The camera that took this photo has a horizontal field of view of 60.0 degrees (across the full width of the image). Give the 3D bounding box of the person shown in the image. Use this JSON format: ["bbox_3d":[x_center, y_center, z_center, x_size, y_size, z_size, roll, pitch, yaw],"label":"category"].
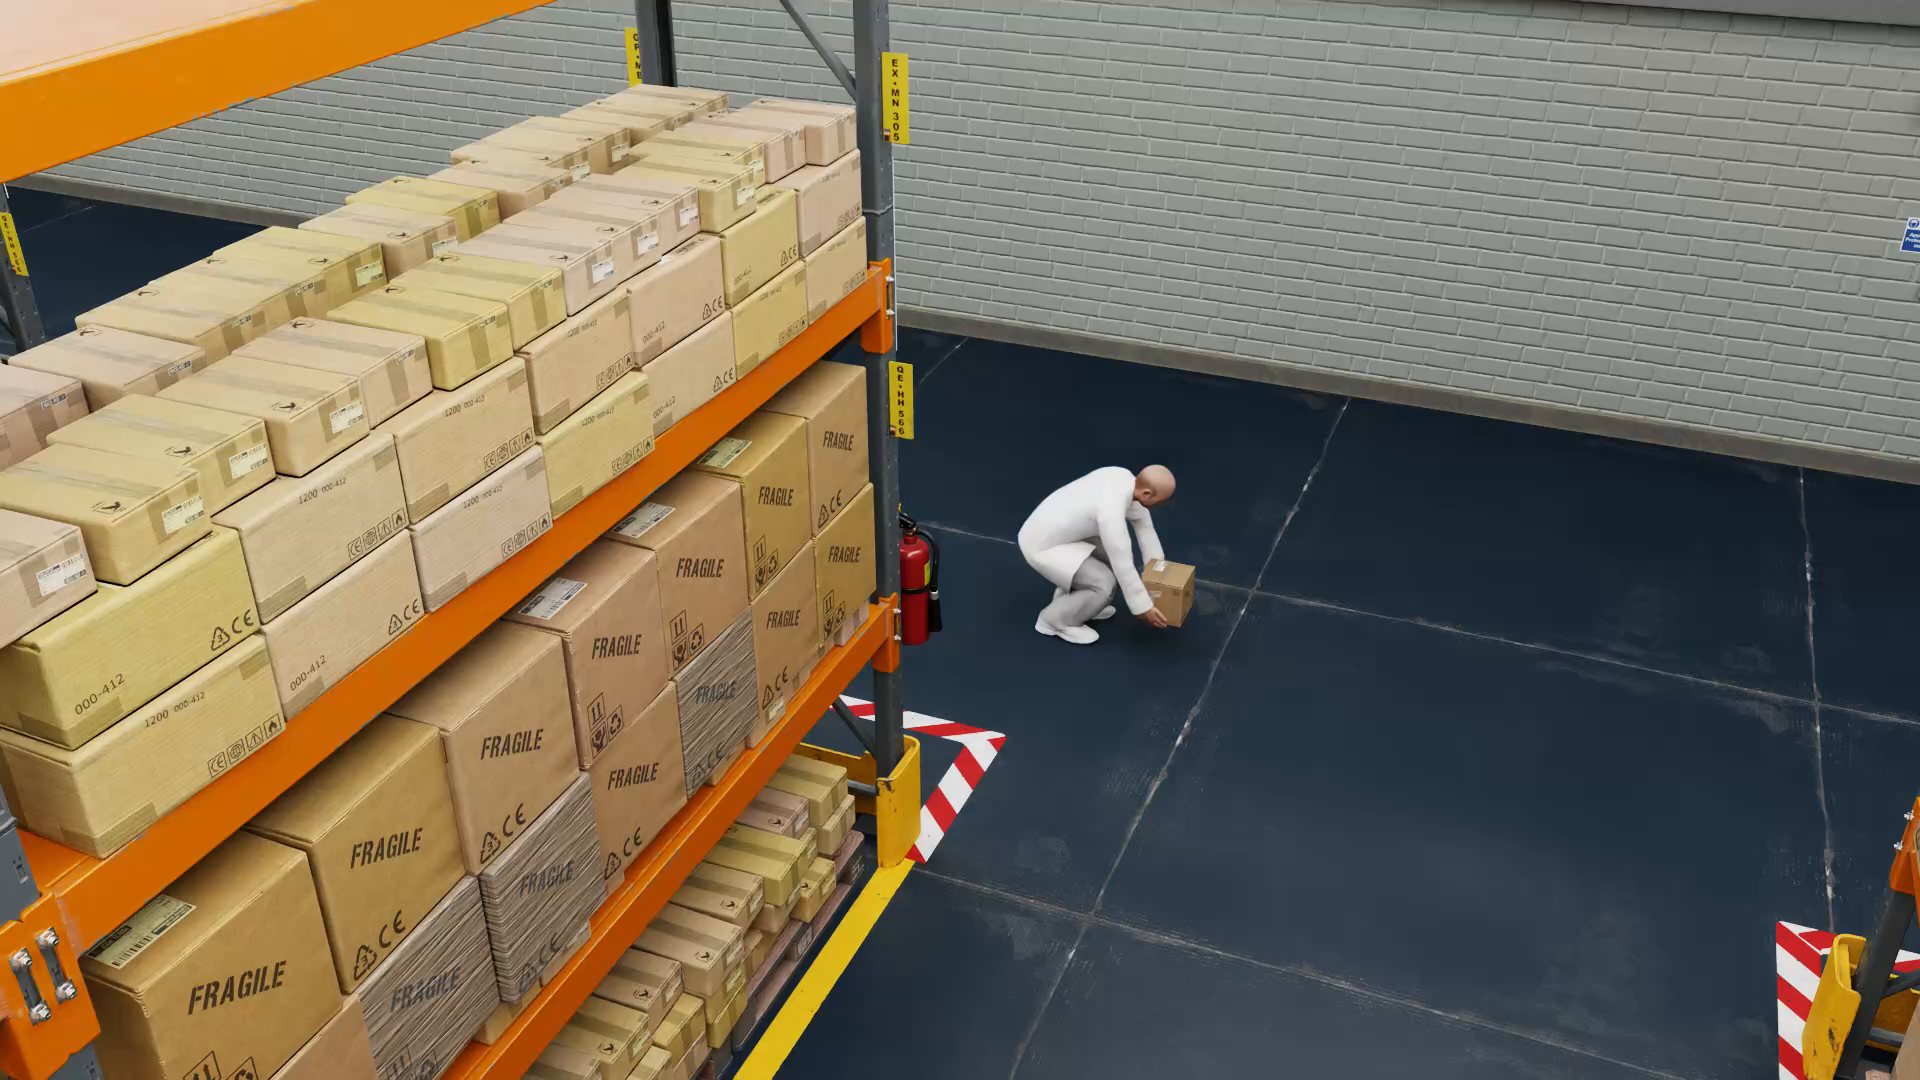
[{"bbox_3d":[0.767,0.037,9.112,0.899,1.039,0.611,11,31,19],"label":"person"}]
